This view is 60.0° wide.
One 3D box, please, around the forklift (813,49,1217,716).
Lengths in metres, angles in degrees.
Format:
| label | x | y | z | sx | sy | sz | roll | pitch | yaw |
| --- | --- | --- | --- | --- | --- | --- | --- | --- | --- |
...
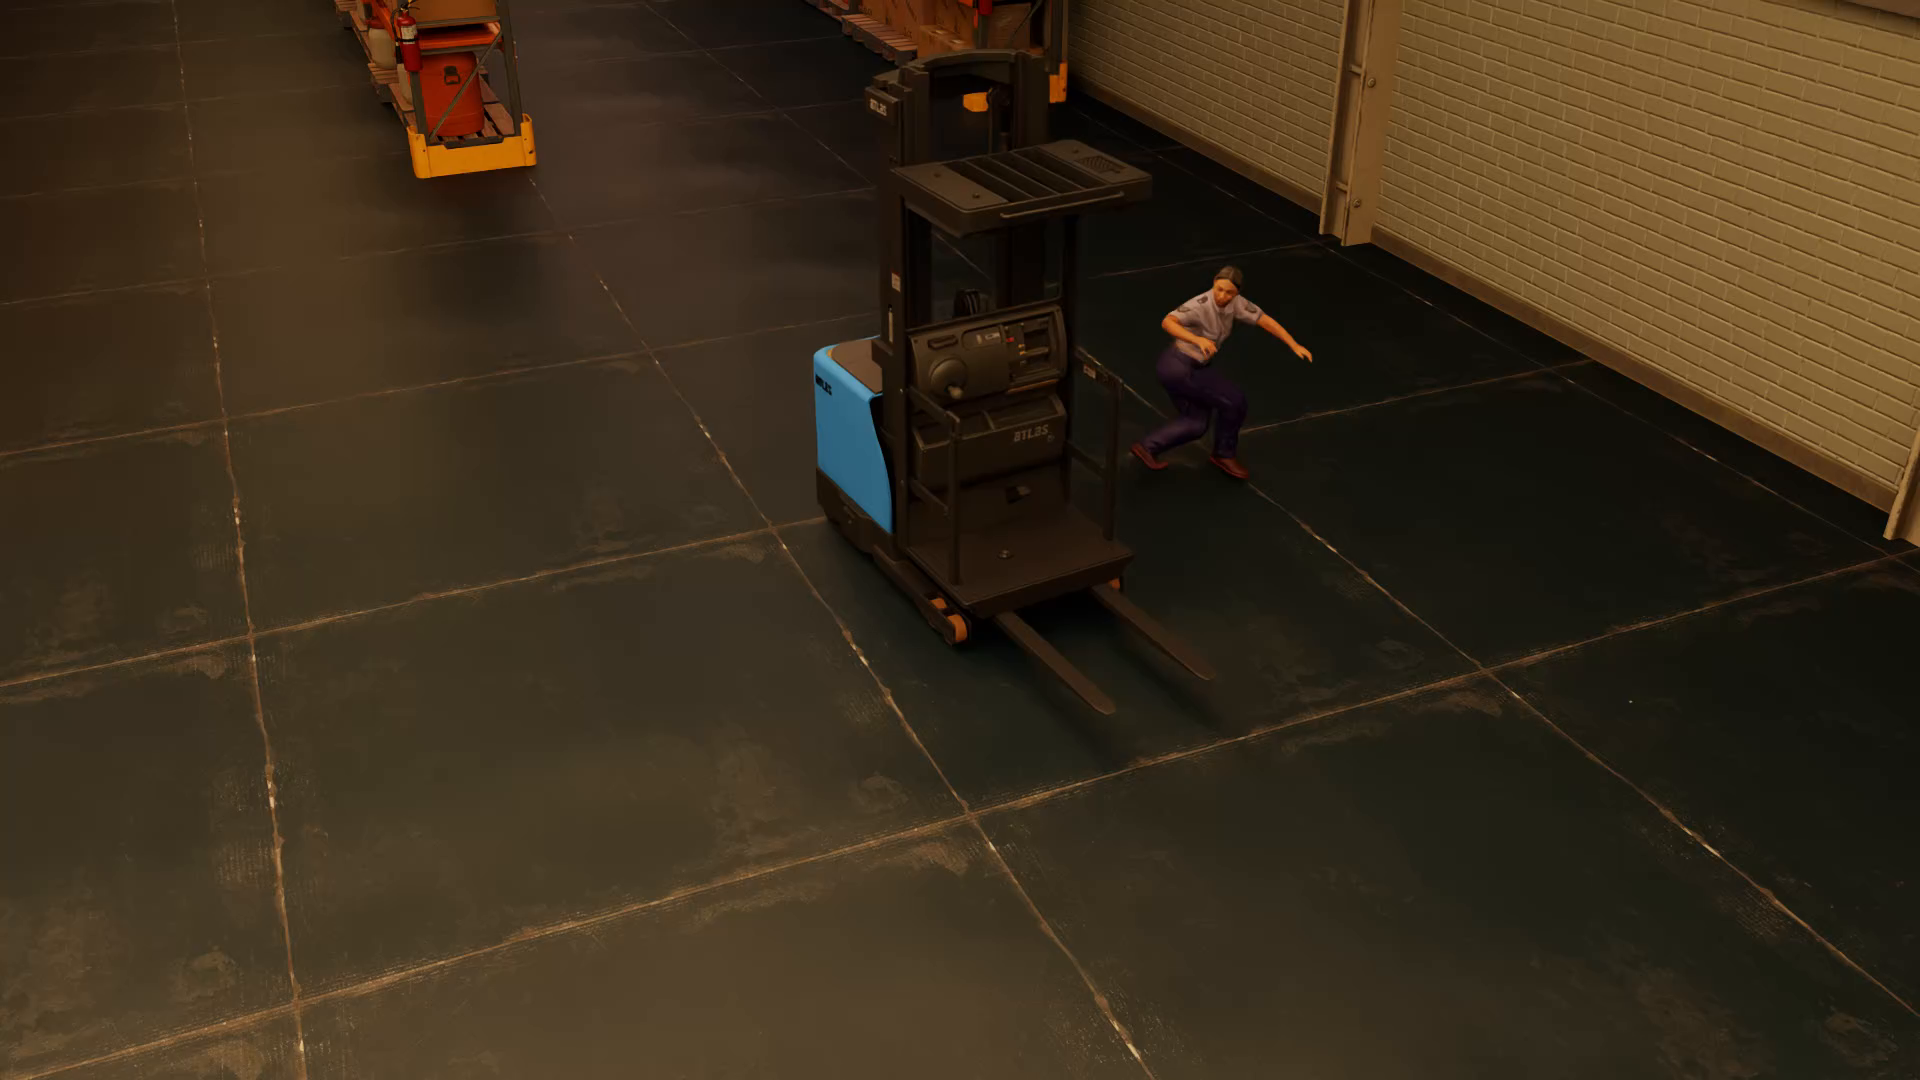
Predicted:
| label | x | y | z | sx | sy | sz | roll | pitch | yaw |
| --- | --- | --- | --- | --- | --- | --- | --- | --- | --- |
| forklift | 0.269 | -0.959 | 8.798 | 1.130 | 2.935 | 3.031 | -16 | 33 | -25 |

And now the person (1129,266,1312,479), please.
| label | x | y | z | sx | sy | sz | roll | pitch | yaw |
| --- | --- | --- | --- | --- | --- | --- | --- | --- | --- |
| person | 1.626 | -0.999 | 10.376 | 1.081 | 1.417 | 0.805 | 7 | 30 | 12 |
